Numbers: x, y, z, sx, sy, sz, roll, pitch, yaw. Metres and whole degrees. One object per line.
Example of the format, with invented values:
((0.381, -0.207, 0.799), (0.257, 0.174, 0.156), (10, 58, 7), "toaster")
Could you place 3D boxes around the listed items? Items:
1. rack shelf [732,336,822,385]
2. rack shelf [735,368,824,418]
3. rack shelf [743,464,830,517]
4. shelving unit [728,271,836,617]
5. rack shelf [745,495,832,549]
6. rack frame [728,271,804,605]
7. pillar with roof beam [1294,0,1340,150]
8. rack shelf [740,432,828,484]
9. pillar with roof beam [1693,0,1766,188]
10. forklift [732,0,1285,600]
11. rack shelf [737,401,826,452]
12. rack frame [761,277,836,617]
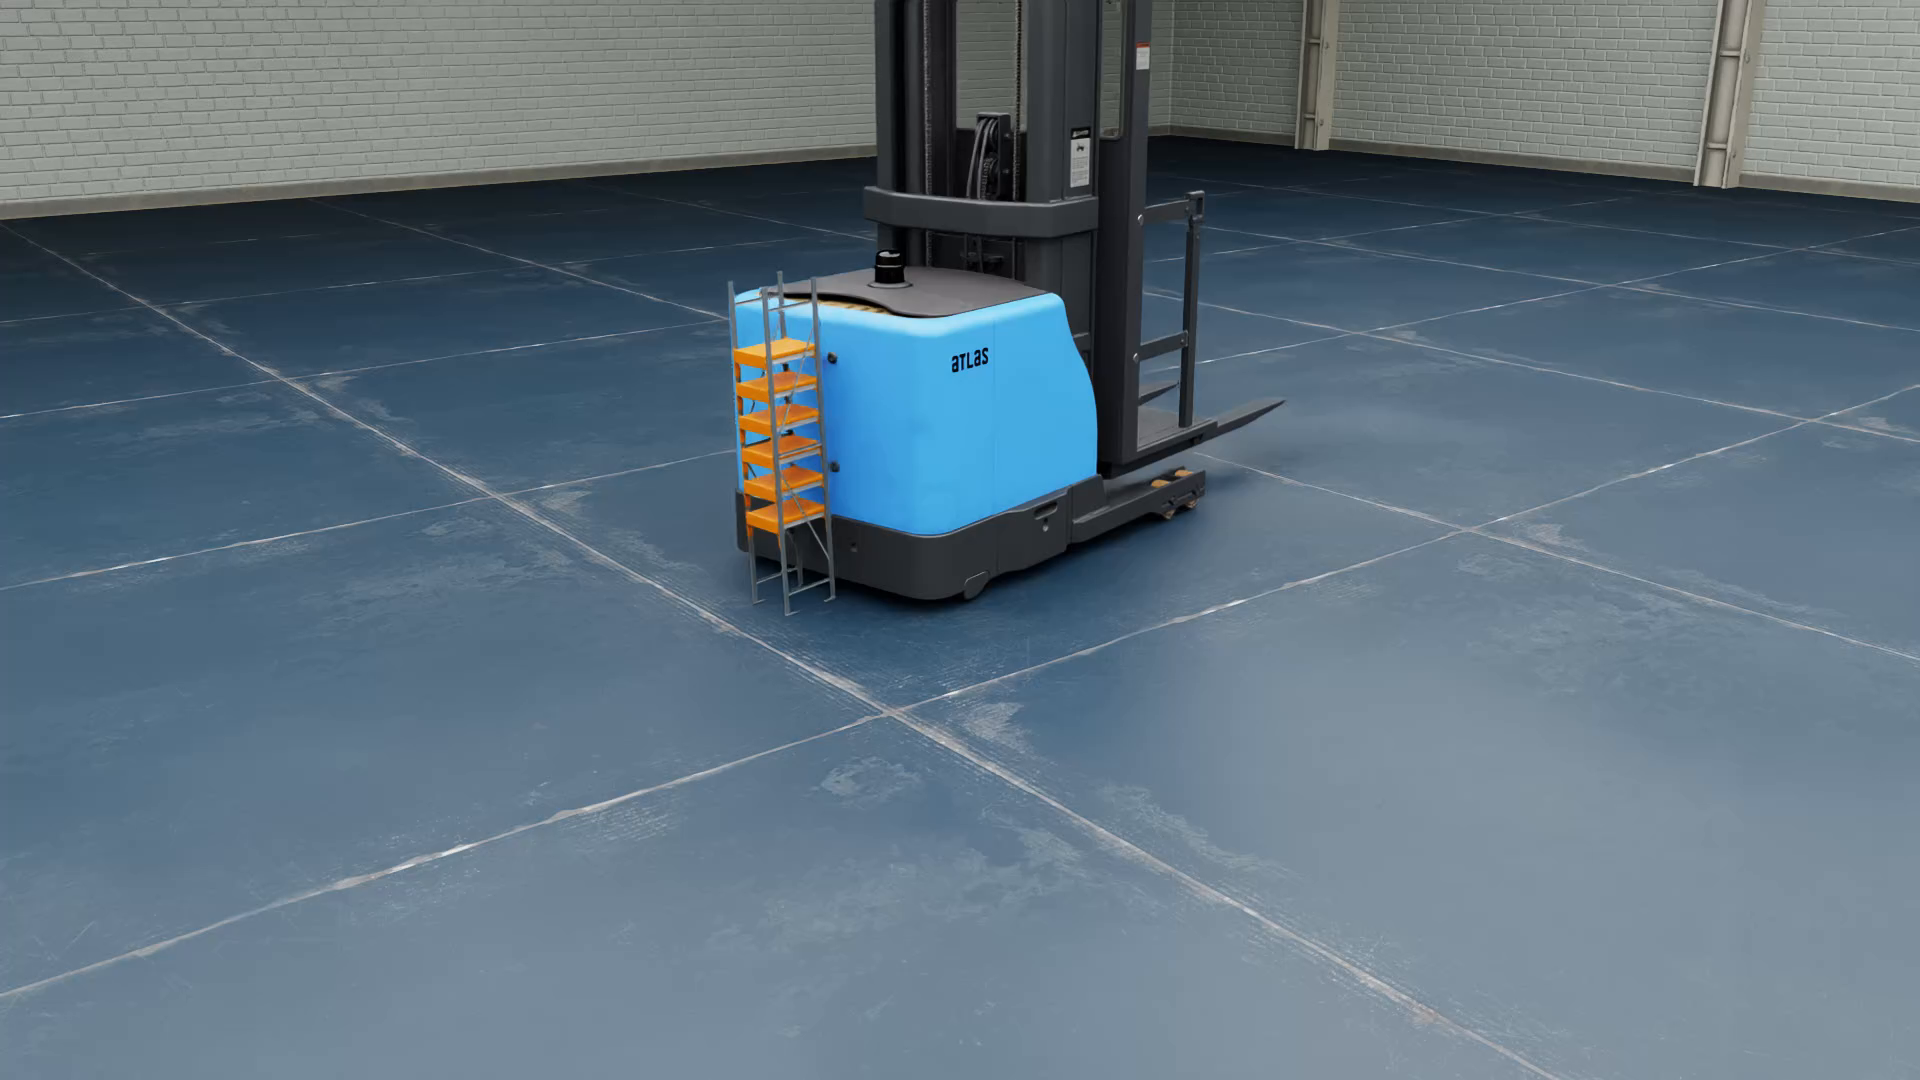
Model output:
((-0.641, -0.634, 5.847), (0.180, 0.103, 0.258), (17, 27, 42), "rack shelf")
((-0.638, -0.521, 5.887), (0.180, 0.103, 0.258), (17, 27, 42), "rack shelf")
((-0.626, -0.182, 6.009), (0.180, 0.103, 0.258), (17, 27, 42), "rack shelf")
((-0.631, -0.337, 5.953), (0.189, 1.200, 0.258), (17, 27, 42), "shelving unit")
((-0.622, -0.069, 6.049), (0.180, 0.103, 0.258), (17, 27, 42), "rack shelf")
((-0.697, -0.357, 6.014), (0.006, 1.200, 0.240), (17, 27, 42), "rack frame")
((1.640, -9.003, 19.737), (9.100, 9.000, 0.400), (-14, 23, -36), "pillar with roof beam")
((-0.630, -0.295, 5.968), (0.180, 0.103, 0.258), (17, 27, 42), "rack shelf")
((5.365, -7.525, 15.272), (9.100, 9.000, 0.400), (-14, 23, -36), "pillar with roof beam")
((0.423, -1.570, 6.941), (1.130, 2.935, 3.031), (14, 23, 36), "forklift")
((-0.634, -0.408, 5.928), (0.180, 0.103, 0.258), (17, 27, 42), "rack shelf")
((-0.566, -0.317, 5.892), (0.006, 1.200, 0.240), (17, 27, 42), "rack frame")
